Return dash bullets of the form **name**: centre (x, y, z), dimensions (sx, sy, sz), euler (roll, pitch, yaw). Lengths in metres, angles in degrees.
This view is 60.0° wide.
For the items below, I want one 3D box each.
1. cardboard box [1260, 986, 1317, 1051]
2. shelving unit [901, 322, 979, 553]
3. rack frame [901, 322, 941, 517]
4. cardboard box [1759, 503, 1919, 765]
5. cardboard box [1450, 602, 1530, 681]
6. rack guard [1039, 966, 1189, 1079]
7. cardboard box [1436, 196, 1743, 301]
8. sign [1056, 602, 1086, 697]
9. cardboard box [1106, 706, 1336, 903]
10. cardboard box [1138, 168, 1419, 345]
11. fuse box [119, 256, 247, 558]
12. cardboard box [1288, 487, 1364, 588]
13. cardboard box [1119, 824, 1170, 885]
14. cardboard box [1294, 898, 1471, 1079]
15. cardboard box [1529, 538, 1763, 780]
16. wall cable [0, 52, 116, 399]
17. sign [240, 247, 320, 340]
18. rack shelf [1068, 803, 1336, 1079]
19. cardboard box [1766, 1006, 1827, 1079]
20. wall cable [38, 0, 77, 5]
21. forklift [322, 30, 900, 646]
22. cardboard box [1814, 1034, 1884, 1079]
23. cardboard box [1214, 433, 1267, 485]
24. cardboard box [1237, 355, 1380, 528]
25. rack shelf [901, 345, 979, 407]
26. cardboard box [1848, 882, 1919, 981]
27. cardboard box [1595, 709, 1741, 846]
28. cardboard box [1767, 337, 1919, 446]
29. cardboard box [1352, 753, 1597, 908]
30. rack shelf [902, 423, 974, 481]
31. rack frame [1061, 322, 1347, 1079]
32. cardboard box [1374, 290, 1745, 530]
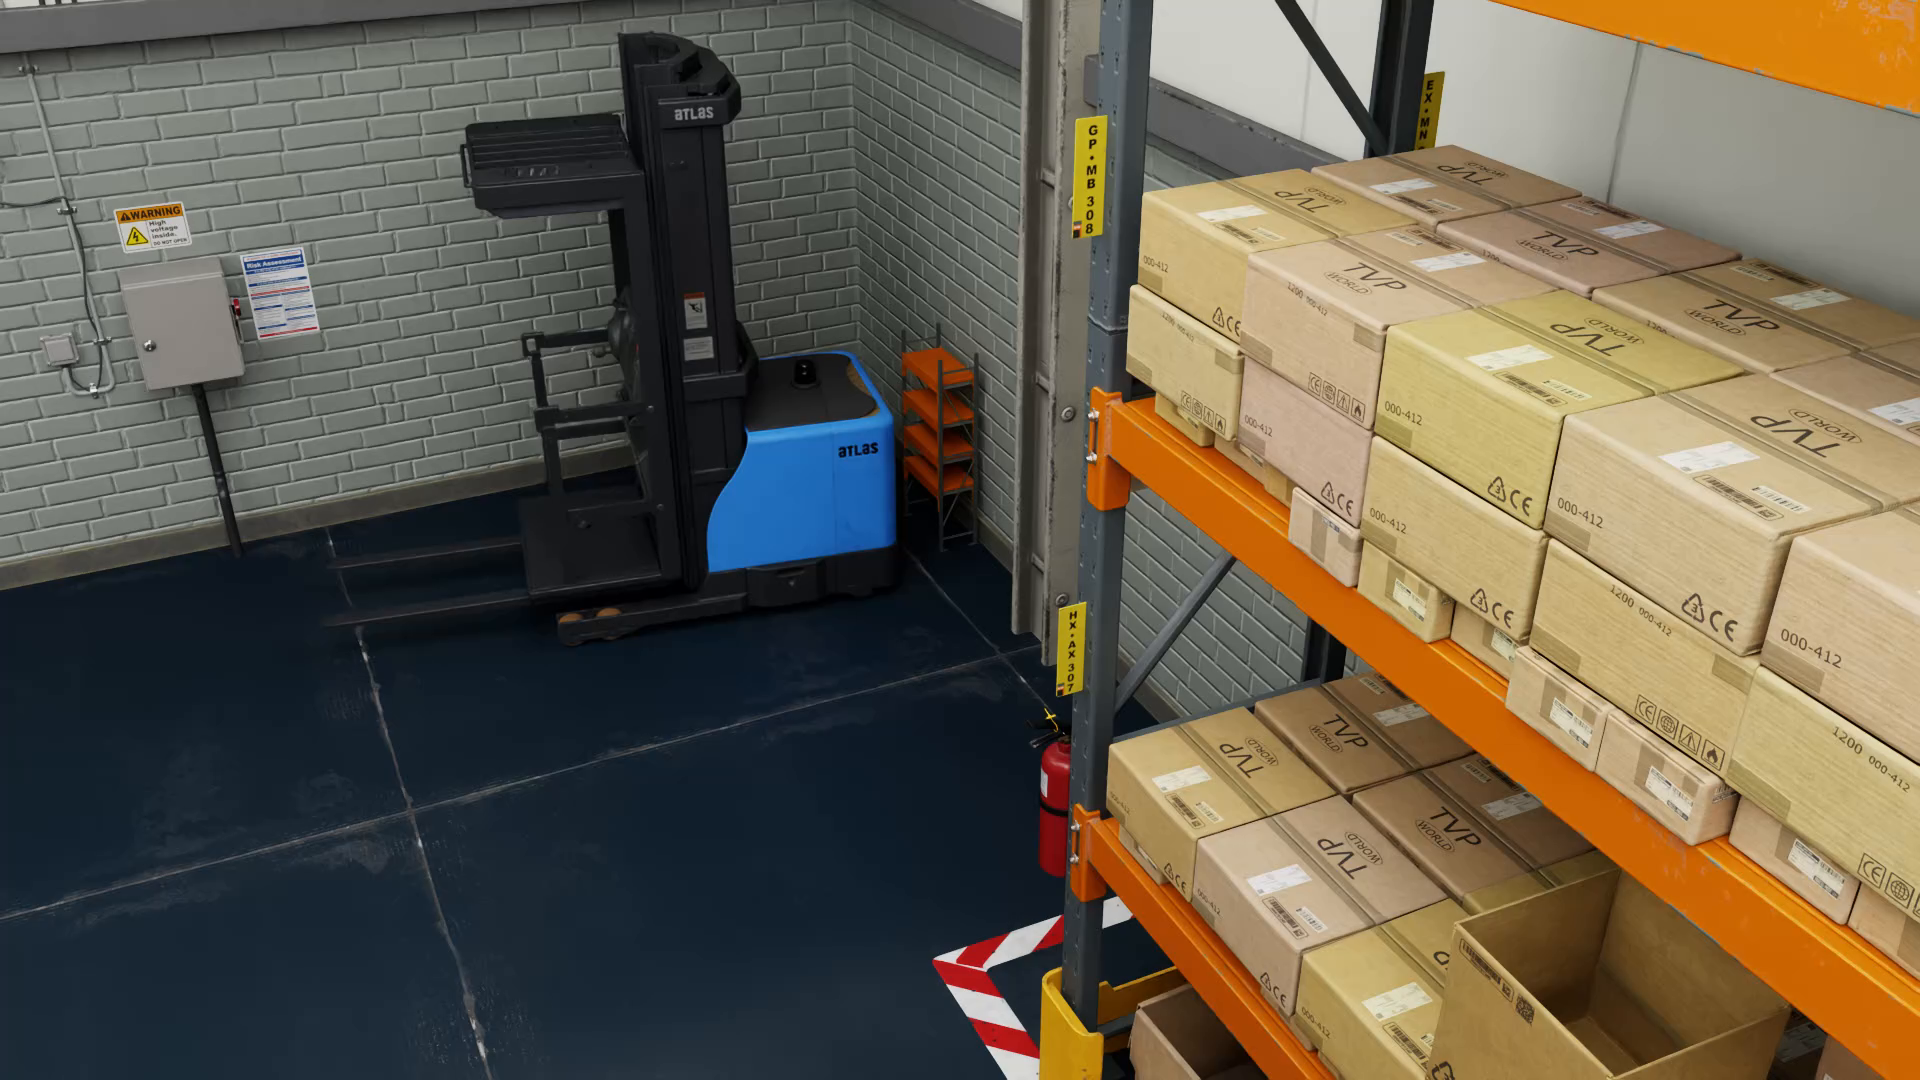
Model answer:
- **cardboard box**: centre (1.081, 1.255, 4.702), dimensions (0.380, 0.149, 0.250), euler (-12, 31, -20)
- **shelving unit**: centre (-0.116, -0.585, 9.567), dimensions (0.258, 1.200, 0.503), euler (-13, 32, -22)
- **rack frame**: centre (-0.223, -0.693, 9.758), dimensions (0.240, 1.200, 0.015), euler (-13, 32, -22)
- **cardboard box**: centre (1.687, 0.162, 2.665), dimensions (0.500, 0.250, 0.500), euler (-12, 32, -21)
- **cardboard box**: centre (1.292, 0.167, 3.576), dimensions (0.380, 0.149, 0.250), euler (-13, 32, -23)
- **rack guard**: centre (0.872, 1.730, 6.153), dimensions (1.175, 0.500, 0.348), euler (-13, 32, -22)
- **cardboard box**: centre (1.505, -0.617, 4.054), dimensions (0.500, 0.250, 0.500), euler (-14, 32, -23)
- **sign**: centre (0.350, 0.343, 5.187), dimensions (0.100, 0.325, 0.005), euler (-13, 32, -22)
- **cardboard box**: centre (0.791, 0.799, 5.107), dimensions (0.500, 0.250, 0.500), euler (-13, 32, -22)
- **cardboard box**: centre (0.803, -0.736, 4.266), dimensions (0.500, 0.250, 0.500), euler (-13, 32, -23)
- **fuse box**: centre (-4.124, -0.650, 9.160), dimensions (0.539, 1.711, 0.414), euler (-13, 32, -22)
- **cardboard box**: centre (1.011, -0.044, 3.951), dimensions (0.380, 0.149, 0.250), euler (-12, 32, -21)
- **cardboard box**: centre (0.733, 0.919, 5.301), dimensions (0.380, 0.149, 0.250), euler (-13, 32, -22)
- **cardboard box**: centre (1.228, 1.245, 4.312), dimensions (0.500, 0.250, 0.500), euler (-14, 32, -23)
- **cardboard box**: centre (1.472, 0.160, 3.181), dimensions (0.500, 0.250, 0.500), euler (-14, 32, -23)
- **wall cable**: centre (-4.808, -1.582, 8.465), dimensions (0.588, 1.984, 0.122), euler (-13, 32, -22)
- **sign**: centre (-3.767, -1.366, 9.216), dimensions (0.329, 0.494, 0.001), euler (-13, 32, -22)
- **rack shelf**: centre (1.698, 1.804, 4.202), dimensions (1.077, 0.370, 4.000), euler (-13, 32, -22)
- **cardboard box**: centre (1.930, 1.368, 4.092), dimensions (0.500, 0.250, 0.500), euler (-13, 32, -22)
- **wall cable**: centre (-3.126, -4.161, 7.932), dimensions (2.988, 3.039, 0.133), euler (-13, 32, -22)
- **forklift**: centre (-1.908, -1.011, 8.556), dimensions (3.031, 2.935, 1.130), euler (-8, 30, -14)
- **cardboard box**: centre (2.158, 1.268, 3.504), dimensions (0.500, 0.500, 0.500), euler (-14, 32, -23)
- **cardboard box**: centre (0.903, -0.292, 4.395), dimensions (0.380, 0.149, 0.250), euler (-12, 32, -21)
- **cardboard box**: centre (1.020, -0.293, 3.987), dimensions (0.500, 0.250, 0.500), euler (-12, 32, -21)
- **rack shelf**: centre (-0.116, -0.928, 9.375), dimensions (0.258, 0.148, 0.480), euler (-13, 32, -22)
- **cardboard box**: centre (1.736, 0.615, 2.777), dimensions (0.380, 0.149, 0.250), euler (-12, 31, -20)
- **cardboard box**: centre (1.448, 0.404, 3.153), dimensions (0.380, 0.149, 0.250), euler (-12, 32, -21)
- **cardboard box**: centre (1.926, -0.165, 3.248), dimensions (0.500, 0.250, 0.500), euler (-13, 32, -22)
- **cardboard box**: centre (1.497, 0.918, 4.896), dimensions (0.500, 0.250, 0.500), euler (-13, 32, -22)
- **rack shelf**: centre (-0.117, -0.527, 9.600), dimensions (0.258, 0.148, 0.480), euler (-13, 32, -22)
- **rack frame**: centre (0.840, 0.606, 5.602), dimensions (1.000, 3.000, 0.127), euler (-13, 32, -22)
- **cardboard box**: centre (1.233, -0.288, 3.468), dimensions (0.500, 0.250, 0.500), euler (-14, 32, -23)
